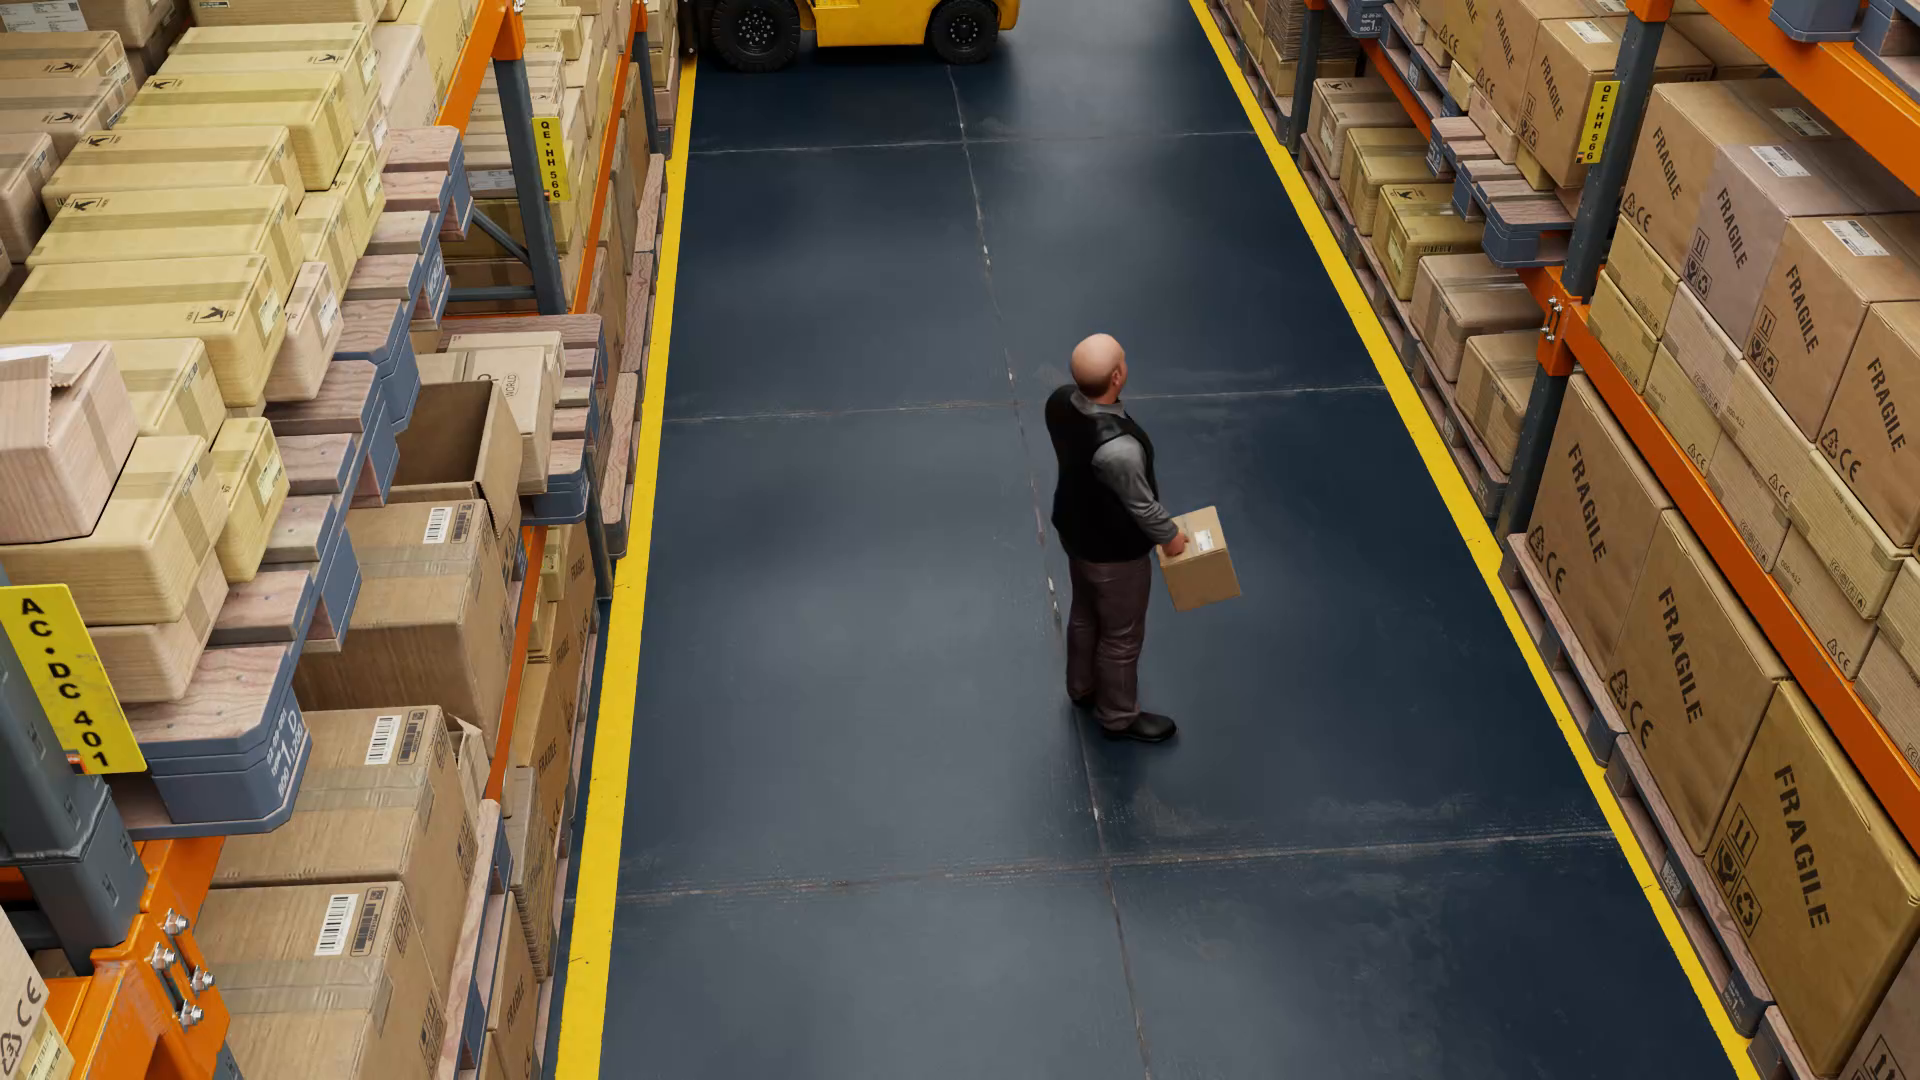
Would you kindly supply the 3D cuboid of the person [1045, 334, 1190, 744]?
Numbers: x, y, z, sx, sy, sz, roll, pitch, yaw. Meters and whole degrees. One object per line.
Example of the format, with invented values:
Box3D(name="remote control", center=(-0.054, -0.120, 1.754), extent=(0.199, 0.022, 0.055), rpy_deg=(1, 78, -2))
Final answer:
Box3D(name="person", center=(0.587, -0.011, 6.176), extent=(0.457, 1.726, 0.568), rpy_deg=(-15, 41, -18))
